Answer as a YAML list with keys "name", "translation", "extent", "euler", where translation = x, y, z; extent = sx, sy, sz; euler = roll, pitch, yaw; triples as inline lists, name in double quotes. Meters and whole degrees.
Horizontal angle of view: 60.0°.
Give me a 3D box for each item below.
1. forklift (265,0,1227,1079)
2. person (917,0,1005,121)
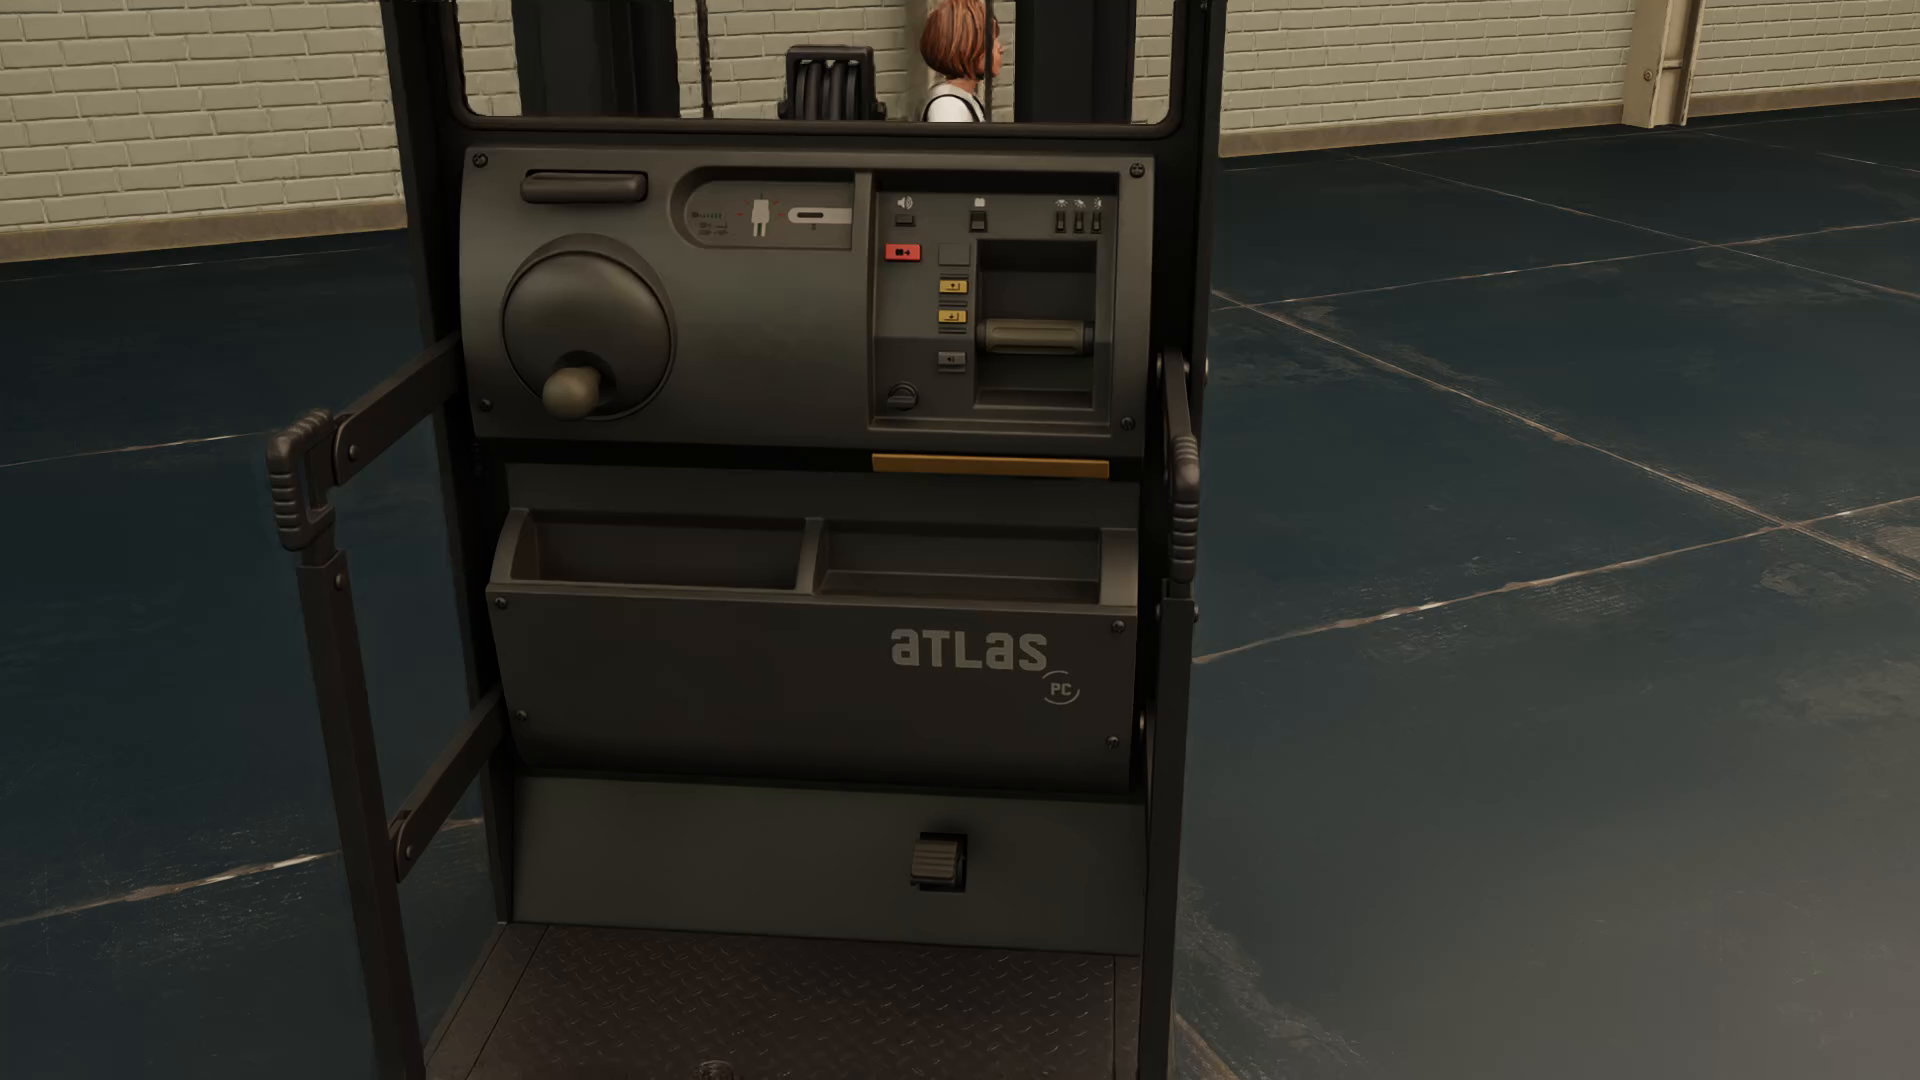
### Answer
- name: "forklift"
  translation: [-0.227, -0.309, 2.029]
  extent: [1.130, 2.935, 3.031]
  euler: [2, 23, 5]
- name: "person"
  translation: [0.123, -0.728, 4.793]
  extent: [0.489, 1.588, 0.528]
  euler: [1, 23, 3]
